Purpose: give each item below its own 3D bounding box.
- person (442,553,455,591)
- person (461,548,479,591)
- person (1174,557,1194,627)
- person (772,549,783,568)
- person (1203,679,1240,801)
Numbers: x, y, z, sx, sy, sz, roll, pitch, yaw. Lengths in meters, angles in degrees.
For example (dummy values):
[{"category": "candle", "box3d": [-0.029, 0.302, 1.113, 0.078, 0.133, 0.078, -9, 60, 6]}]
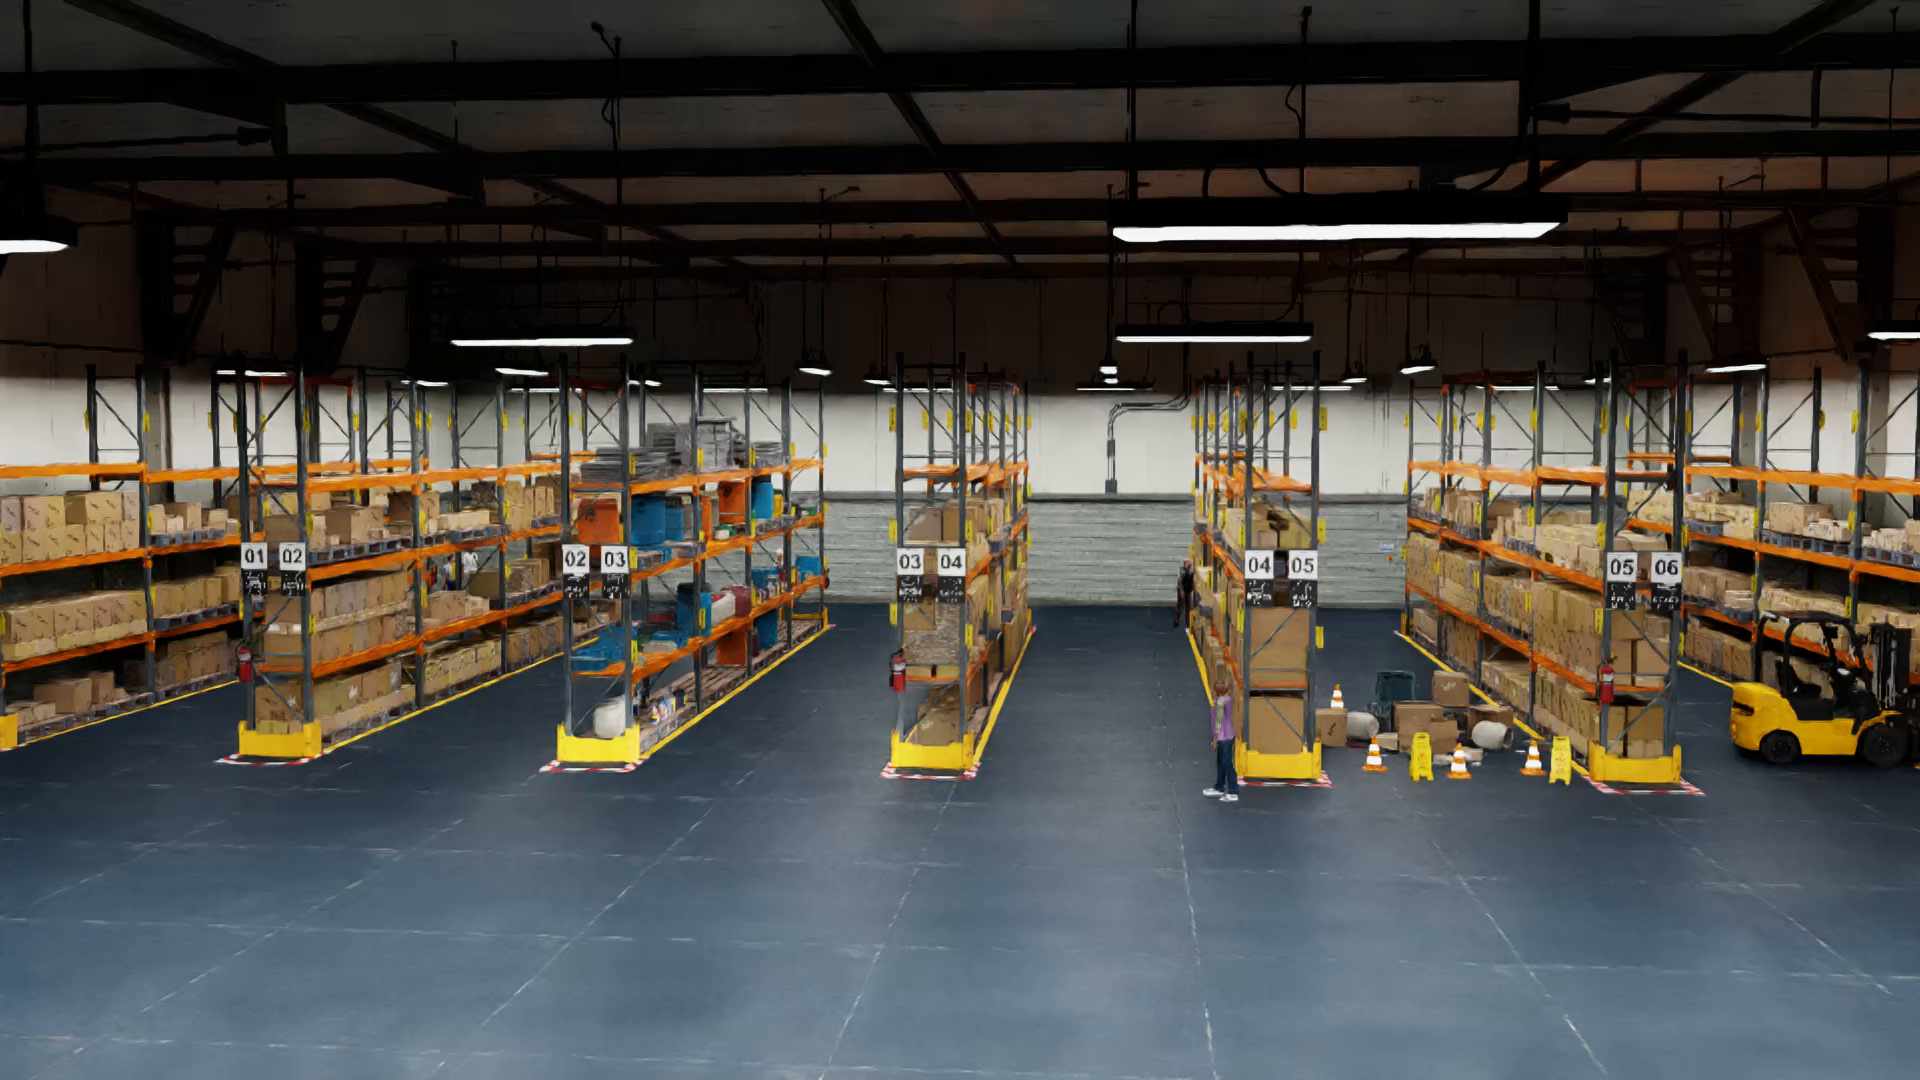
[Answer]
[{"category": "person", "box3d": [-12.942, 1.157, 42.487, 0.560, 1.640, 0.733, 3, 5, 40]}, {"category": "person", "box3d": [-13.576, 0.929, 45.690, 0.637, 1.660, 0.505, -3, 5, -36]}, {"category": "person", "box3d": [5.494, 1.266, 40.540, 0.536, 1.727, 0.553, 3, 5, 41]}, {"category": "person", "box3d": [-4.626, 1.085, 42.822, 0.533, 1.728, 1.036, 1, 4, 14]}, {"category": "person", "box3d": [3.467, 2.632, 22.029, 0.530, 1.578, 0.547, 2, 4, 20]}]
